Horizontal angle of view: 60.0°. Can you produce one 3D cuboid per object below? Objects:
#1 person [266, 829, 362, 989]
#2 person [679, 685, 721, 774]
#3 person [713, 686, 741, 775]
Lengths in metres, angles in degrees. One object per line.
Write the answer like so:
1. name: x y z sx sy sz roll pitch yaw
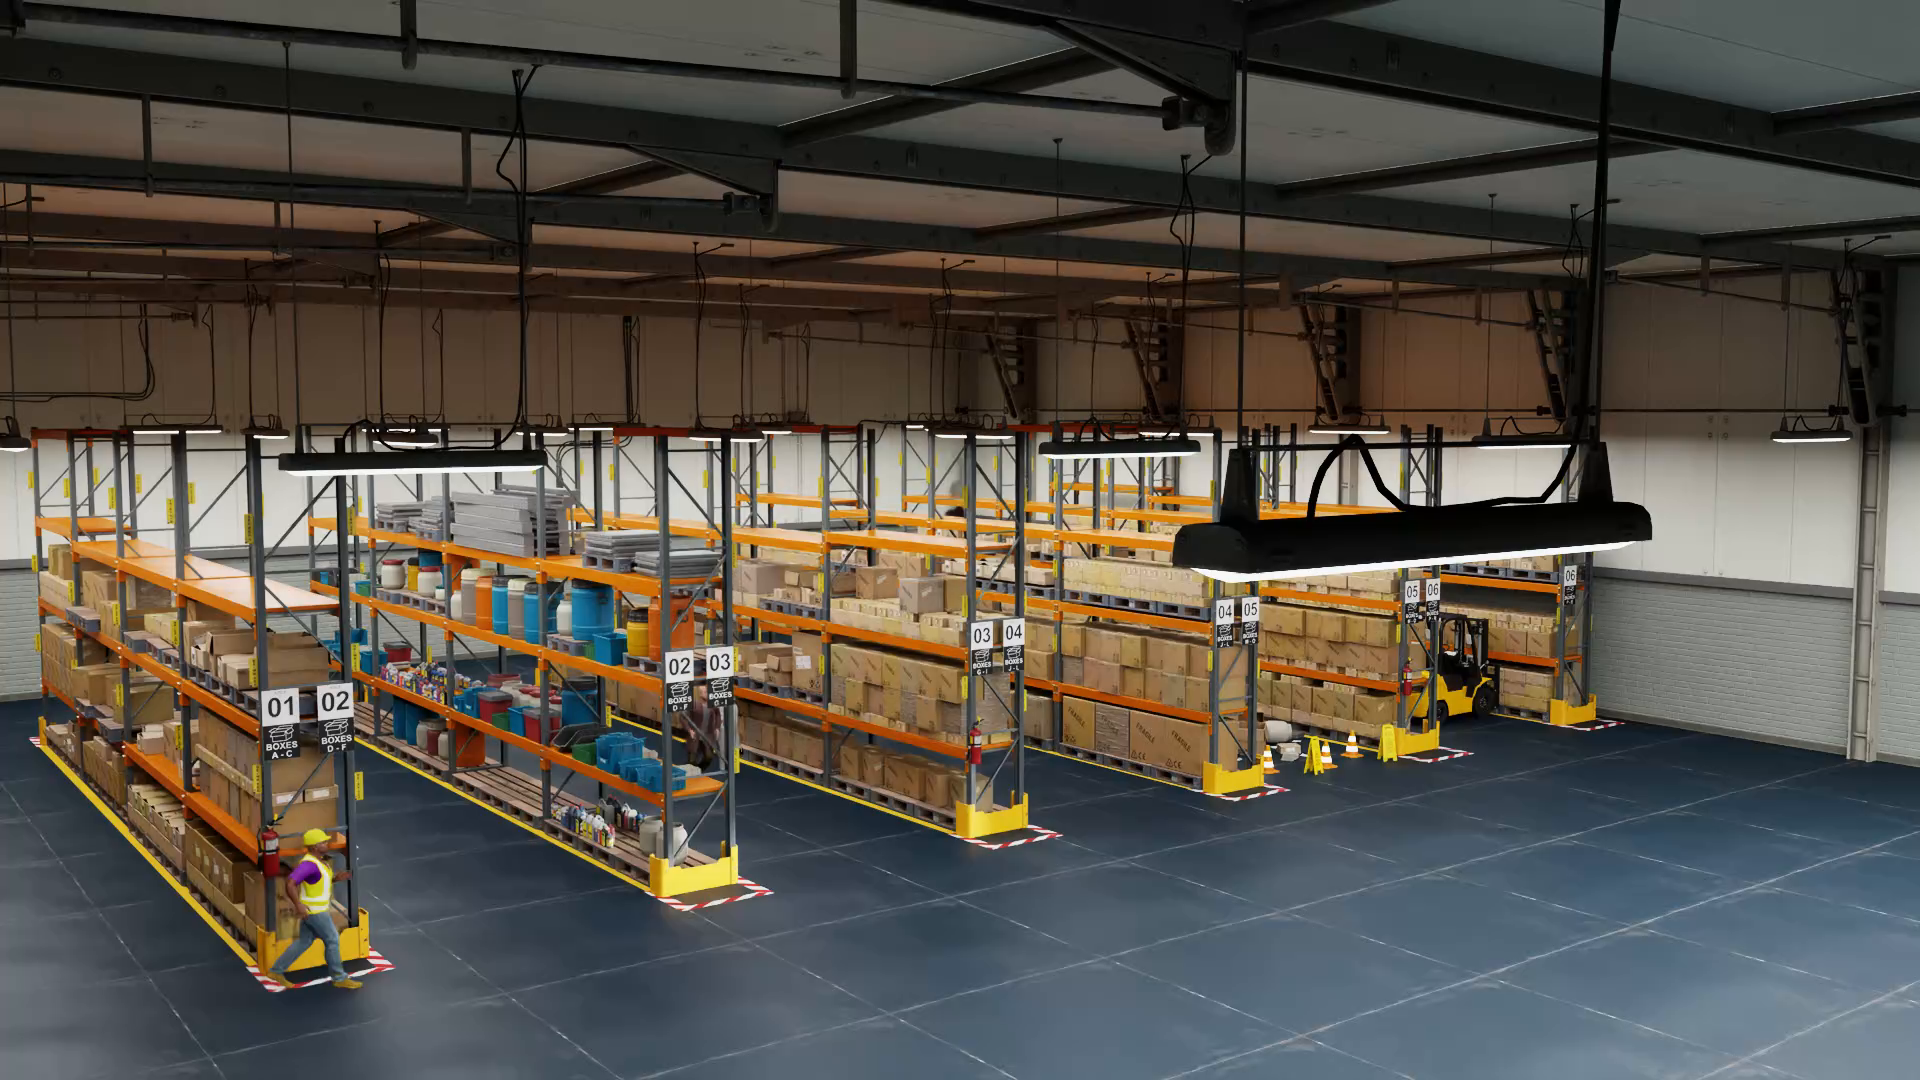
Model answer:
1. person: -6.997 4.004 17.974 0.967 1.773 0.690 -2 5 -22
2. person: -4.300 3.288 27.757 0.774 1.717 0.612 -2 5 -26
3. person: -4.026 3.264 28.768 0.590 1.635 0.563 -4 6 -43
